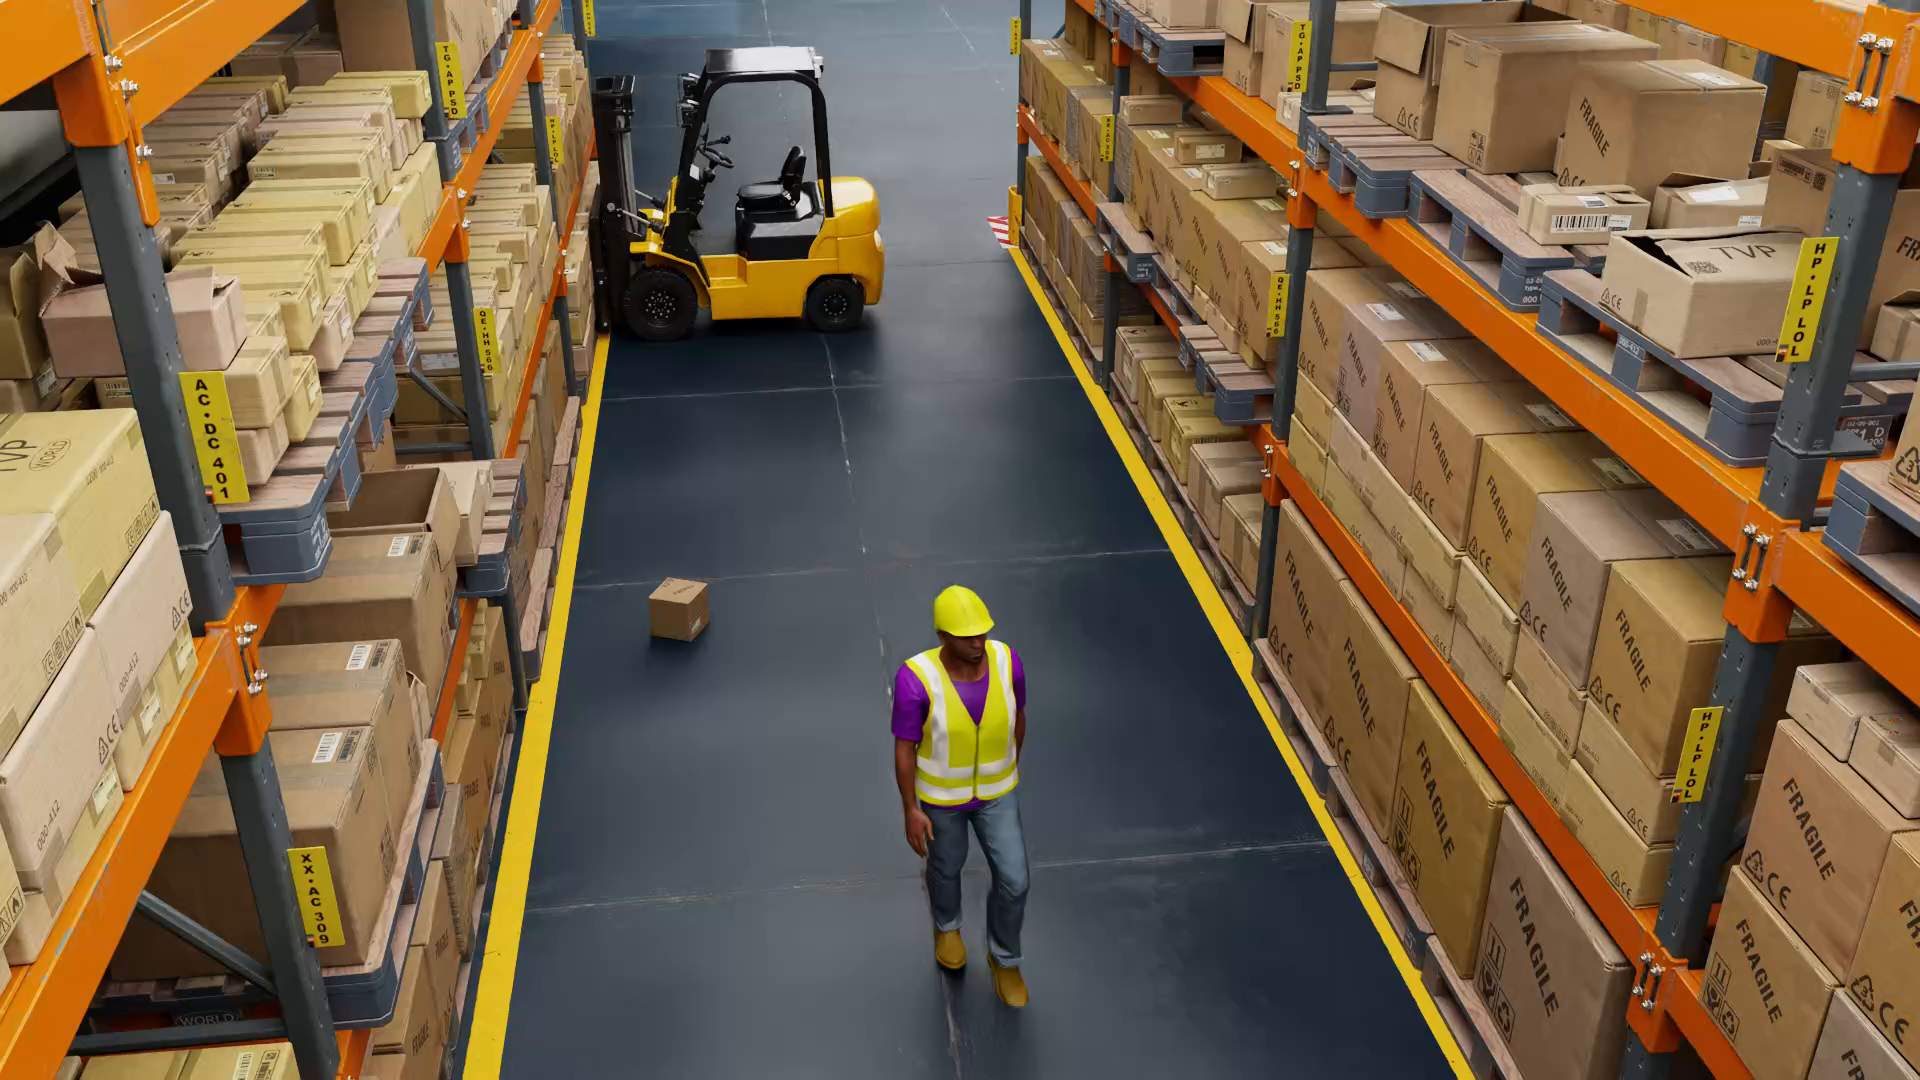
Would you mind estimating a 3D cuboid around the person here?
[{"bbox_3d":[0.025,1.033,6.589,0.572,1.827,0.567,-7,28,-14],"label":"person"}]
